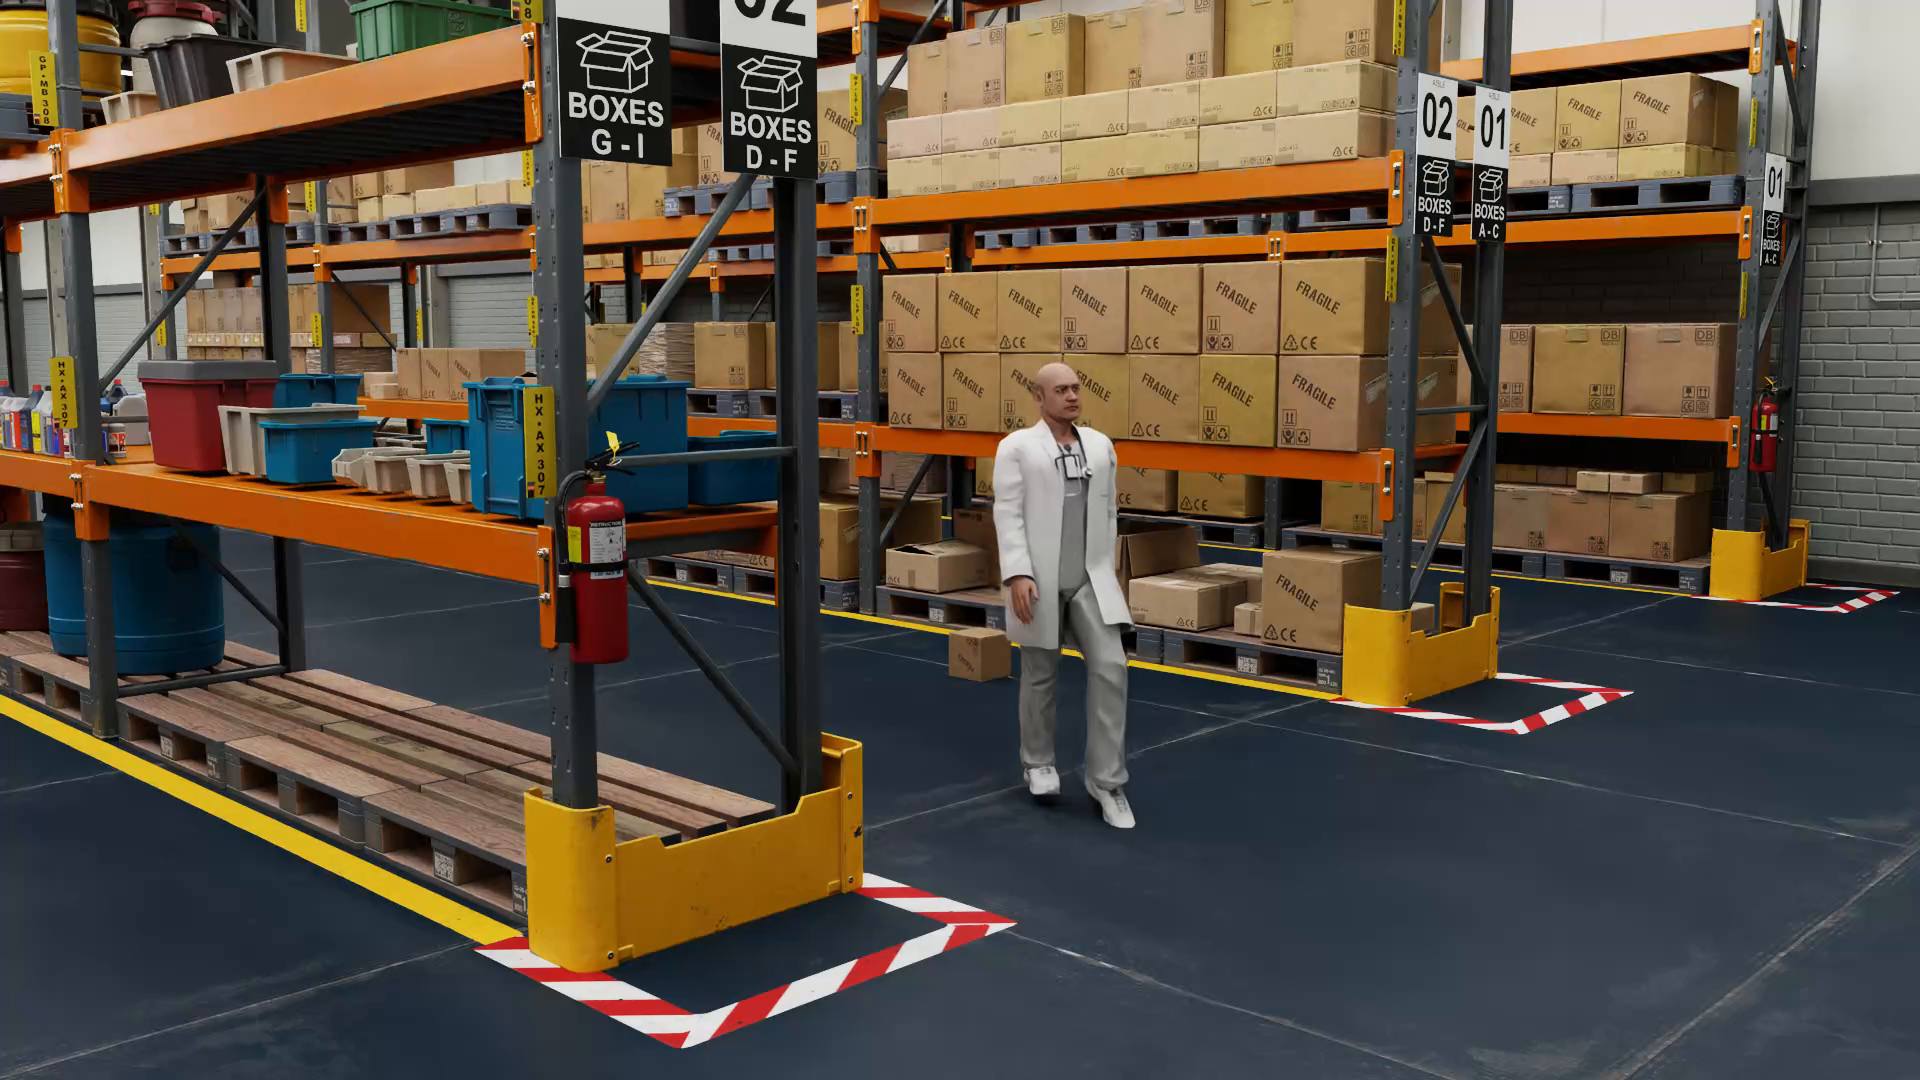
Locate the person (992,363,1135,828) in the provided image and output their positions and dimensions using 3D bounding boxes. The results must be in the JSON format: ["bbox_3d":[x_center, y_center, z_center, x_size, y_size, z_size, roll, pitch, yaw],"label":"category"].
[{"bbox_3d":[0.419,0.220,6.642,0.573,1.842,0.709,-2,7,-15],"label":"person"}]
